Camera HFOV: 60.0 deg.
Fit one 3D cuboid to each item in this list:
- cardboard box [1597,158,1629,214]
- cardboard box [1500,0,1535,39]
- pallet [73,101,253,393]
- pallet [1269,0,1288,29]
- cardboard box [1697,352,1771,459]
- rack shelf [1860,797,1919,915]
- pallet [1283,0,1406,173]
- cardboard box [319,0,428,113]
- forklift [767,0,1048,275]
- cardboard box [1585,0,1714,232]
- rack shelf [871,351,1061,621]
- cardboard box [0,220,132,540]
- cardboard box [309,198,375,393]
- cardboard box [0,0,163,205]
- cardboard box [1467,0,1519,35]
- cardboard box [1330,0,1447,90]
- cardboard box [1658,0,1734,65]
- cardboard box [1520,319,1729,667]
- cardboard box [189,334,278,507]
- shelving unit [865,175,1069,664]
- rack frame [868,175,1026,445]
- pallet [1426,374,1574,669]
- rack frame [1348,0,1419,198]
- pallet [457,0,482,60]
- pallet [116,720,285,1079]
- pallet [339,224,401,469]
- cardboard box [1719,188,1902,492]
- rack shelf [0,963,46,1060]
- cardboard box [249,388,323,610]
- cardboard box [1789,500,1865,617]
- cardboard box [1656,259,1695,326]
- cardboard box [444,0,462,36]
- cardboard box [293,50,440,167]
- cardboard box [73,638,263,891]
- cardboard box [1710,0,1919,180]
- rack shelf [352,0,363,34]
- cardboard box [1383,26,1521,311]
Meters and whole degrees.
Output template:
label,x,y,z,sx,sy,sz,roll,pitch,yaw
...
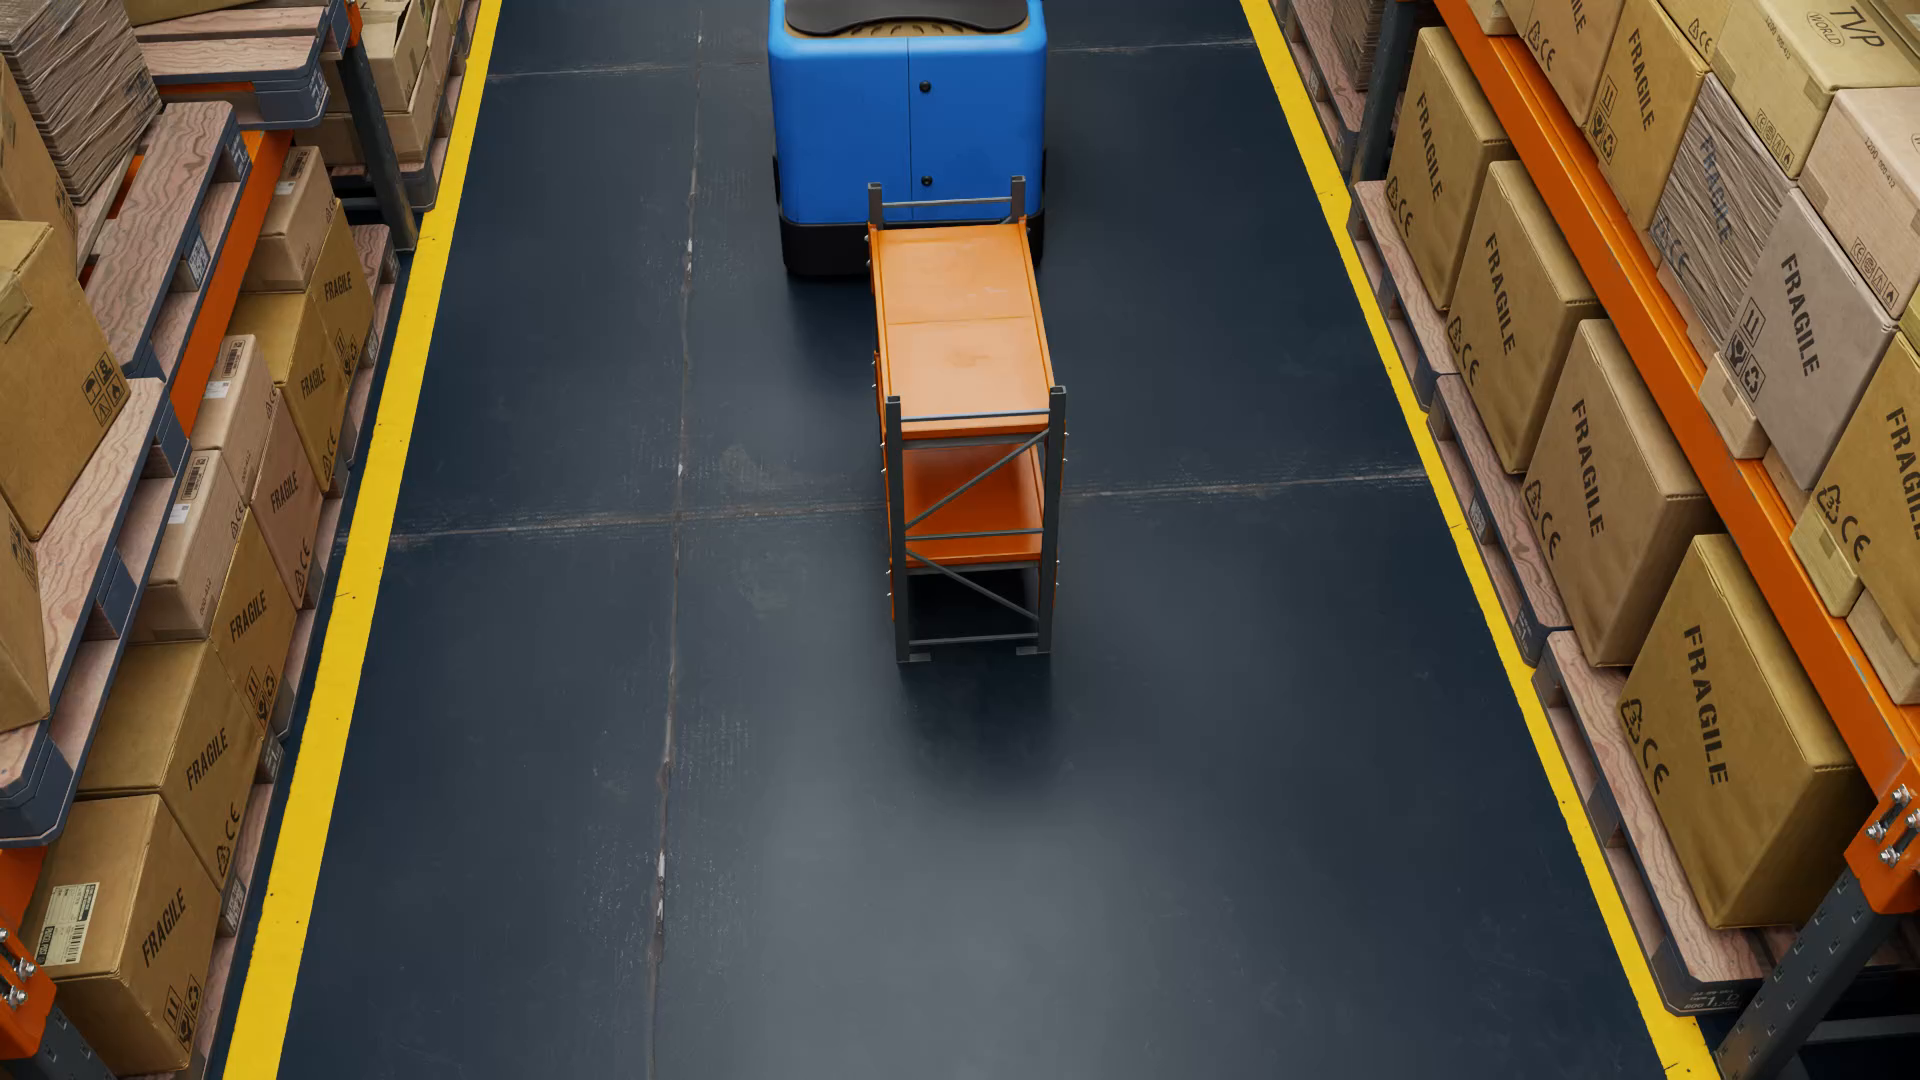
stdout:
label,x,y,z,sx,sy,sz,roll,pitch,yaw
cardboard box,2.115,-1.095,4.880,0.380,0.149,0.250,-3,47,-3
cardboard box,2.000,-1.933,5.227,0.500,0.500,0.500,-2,47,-2
pallet,-2.589,-0.759,4.536,1.003,0.211,1.213,-3,47,-3
pallet,2.017,-3.023,8.468,1.003,0.211,1.213,-3,47,-3
cardboard box,2.102,-0.349,4.174,0.380,0.149,0.250,-3,47,-3
rack shelf,2.682,2.052,2.236,1.077,0.370,4.000,-3,47,-3
pallet,2.116,-2.143,7.634,1.003,0.211,1.213,-3,47,-3
cardboard box,-2.508,-2.021,6.816,0.500,0.311,0.500,-2,47,-2
forklift,-0.253,-3.129,6.695,1.130,2.935,3.031,-2,47,-2
cardboard box,2.091,-1.198,4.531,0.500,0.500,0.500,-2,47,-2
rack shelf,0.001,-0.214,5.514,0.538,0.278,1.000,-3,47,-3
cardboard box,-2.359,-0.367,3.674,0.700,0.500,0.500,3,47,3
cardboard box,-2.444,-0.862,5.919,0.500,0.500,0.500,-2,47,-2
cardboard box,-2.705,-1.289,4.547,0.700,0.500,0.500,4,47,4
cardboard box,1.927,-1.824,5.571,0.380,0.149,0.250,-2,47,-2
cardboard box,2.067,-2.346,7.324,0.700,0.500,0.500,-3,47,-3
cardboard box,2.101,-1.474,4.276,0.500,0.250,0.500,-4,47,-4
cardboard box,2.253,-0.152,5.020,0.750,0.750,0.750,-2,47,-2
cardboard box,-2.346,-0.339,4.907,0.500,0.250,0.500,-4,47,-4
shelving unit,0.001,-0.382,5.337,0.538,1.125,1.048,-3,47,-3
rack frame,-0.042,-0.750,5.685,0.500,1.125,0.032,-3,47,-3
pallet,2.269,-0.122,5.720,1.003,0.211,1.213,-3,47,-3
rack frame,2.179,-2.536,6.086,1.000,3.000,0.127,-3,47,-3
pallet,-2.886,-2.752,8.211,1.003,0.211,1.213,-3,47,-3
pallet,-2.527,1.035,4.625,1.003,0.211,1.213,-3,47,-3
pallet,-2.732,-0.731,6.297,1.003,0.211,1.213,-3,47,-3
cardboard box,2.172,-0.473,3.844,0.500,0.500,0.500,-3,47,-3
rack shelf,-2.254,2.356,1.948,1.077,0.370,4.000,-3,47,-3
cardboard box,-2.351,-0.108,5.205,0.500,0.500,0.500,-5,47,-5
cardboard box,2.159,0.029,3.816,0.380,0.149,0.250,-3,47,-3
cardboard box,2.141,-0.712,4.517,0.380,0.149,0.250,-5,47,-4
cardboard box,-2.600,-2.567,7.720,0.500,0.250,0.500,-5,47,-4
cardboard box,-2.508,-1.828,7.020,0.500,0.250,0.500,-4,47,-3
cardboard box,-2.275,0.620,4.515,0.500,0.500,0.500,-3,47,-3
cardboard box,2.144,-1.105,3.927,0.500,0.250,0.500,-3,47,-3
rack shelf,-2.924,-3.432,7.430,1.077,0.370,4.000,-3,47,-3
cardboard box,2.110,-1.401,6.202,0.750,0.750,0.750,-4,47,-4
